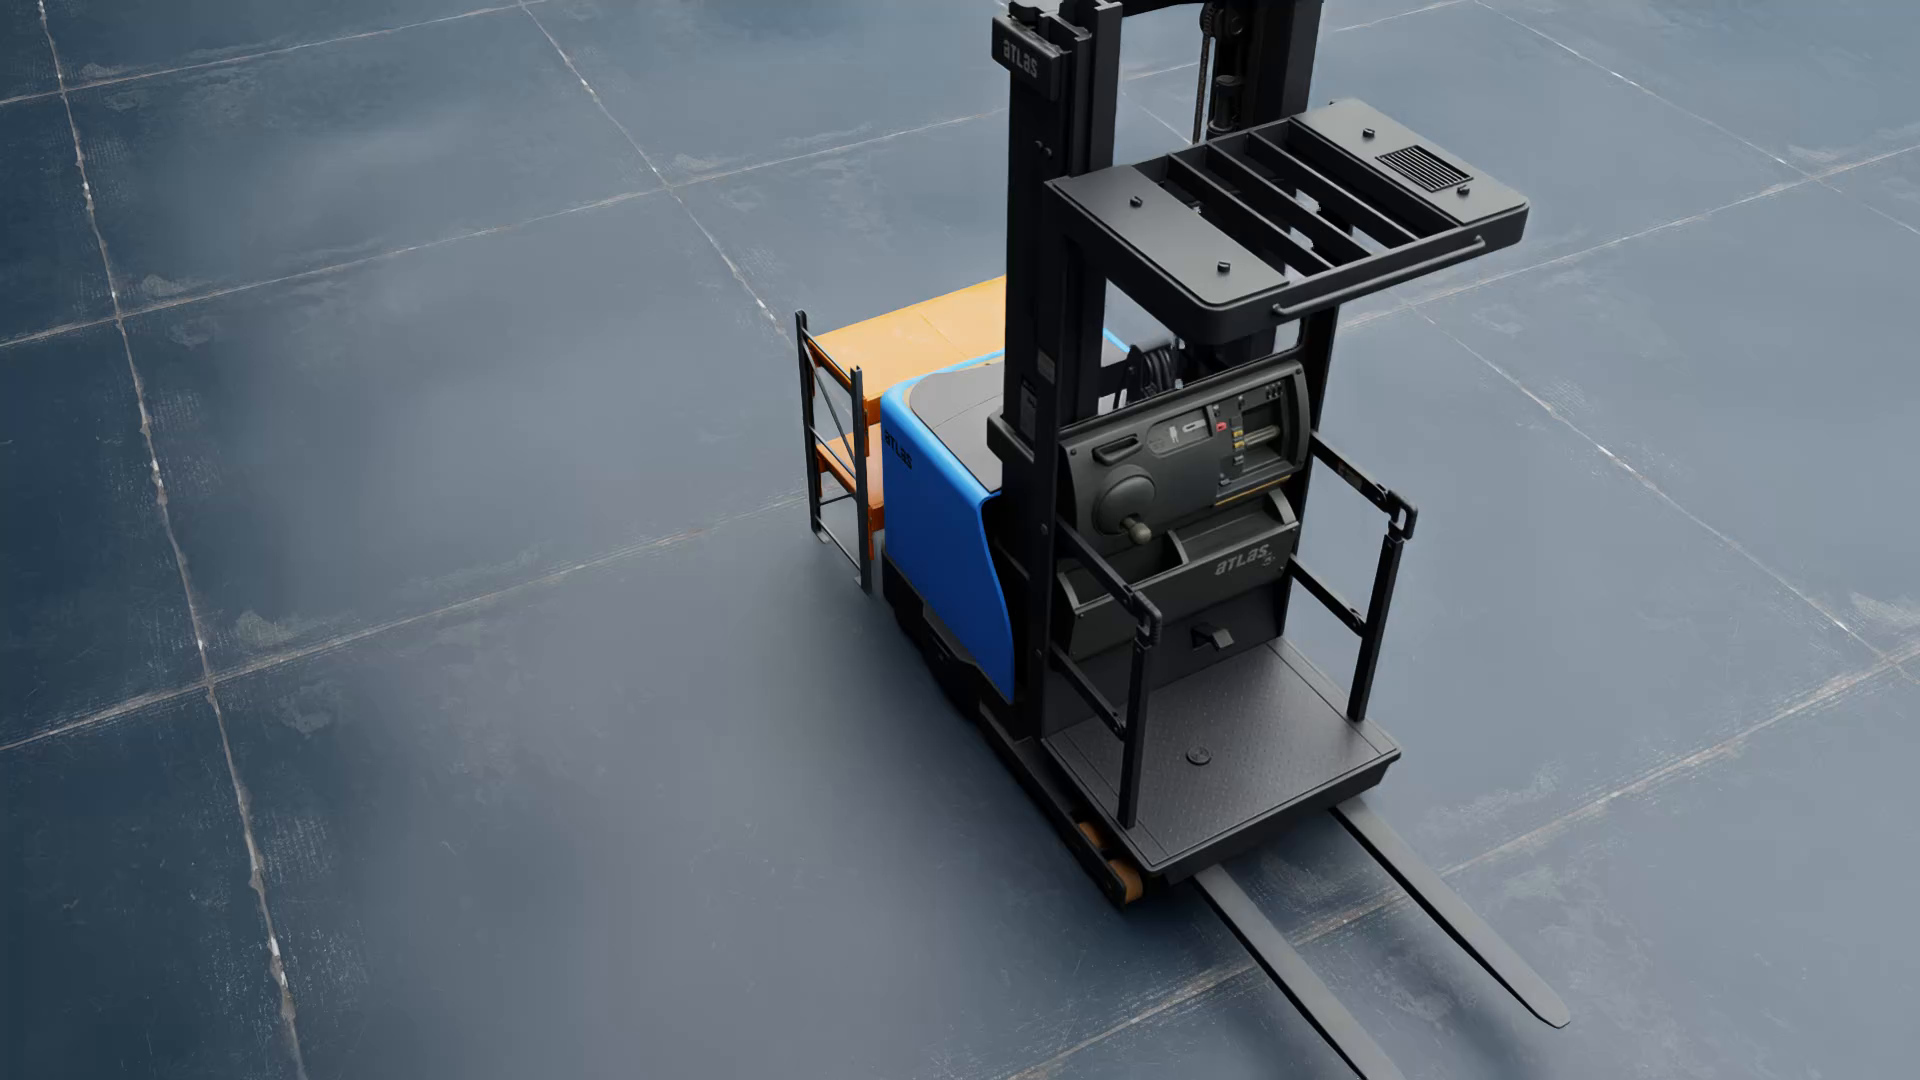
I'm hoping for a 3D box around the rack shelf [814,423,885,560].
[{"bbox_3d":[-0.077,-0.330,7.147,1.000,0.278,0.538,-21,45,-23],"label":"rack shelf"}]

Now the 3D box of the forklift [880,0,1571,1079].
[{"bbox_3d":[0.852,-0.201,5.219,1.130,2.935,3.031,-20,44,-22],"label":"forklift"}]

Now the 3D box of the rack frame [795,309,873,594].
[{"bbox_3d":[-0.511,-0.346,6.787,0.032,1.125,0.500,-21,45,-23],"label":"rack frame"}]

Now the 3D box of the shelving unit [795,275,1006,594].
[{"bbox_3d":[-0.077,-0.516,6.989,1.048,1.125,0.538,-21,45,-23],"label":"shelving unit"}]

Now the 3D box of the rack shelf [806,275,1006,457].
[{"bbox_3d":[-0.077,-0.740,6.800,1.000,0.278,0.538,-21,45,-23],"label":"rack shelf"}]
